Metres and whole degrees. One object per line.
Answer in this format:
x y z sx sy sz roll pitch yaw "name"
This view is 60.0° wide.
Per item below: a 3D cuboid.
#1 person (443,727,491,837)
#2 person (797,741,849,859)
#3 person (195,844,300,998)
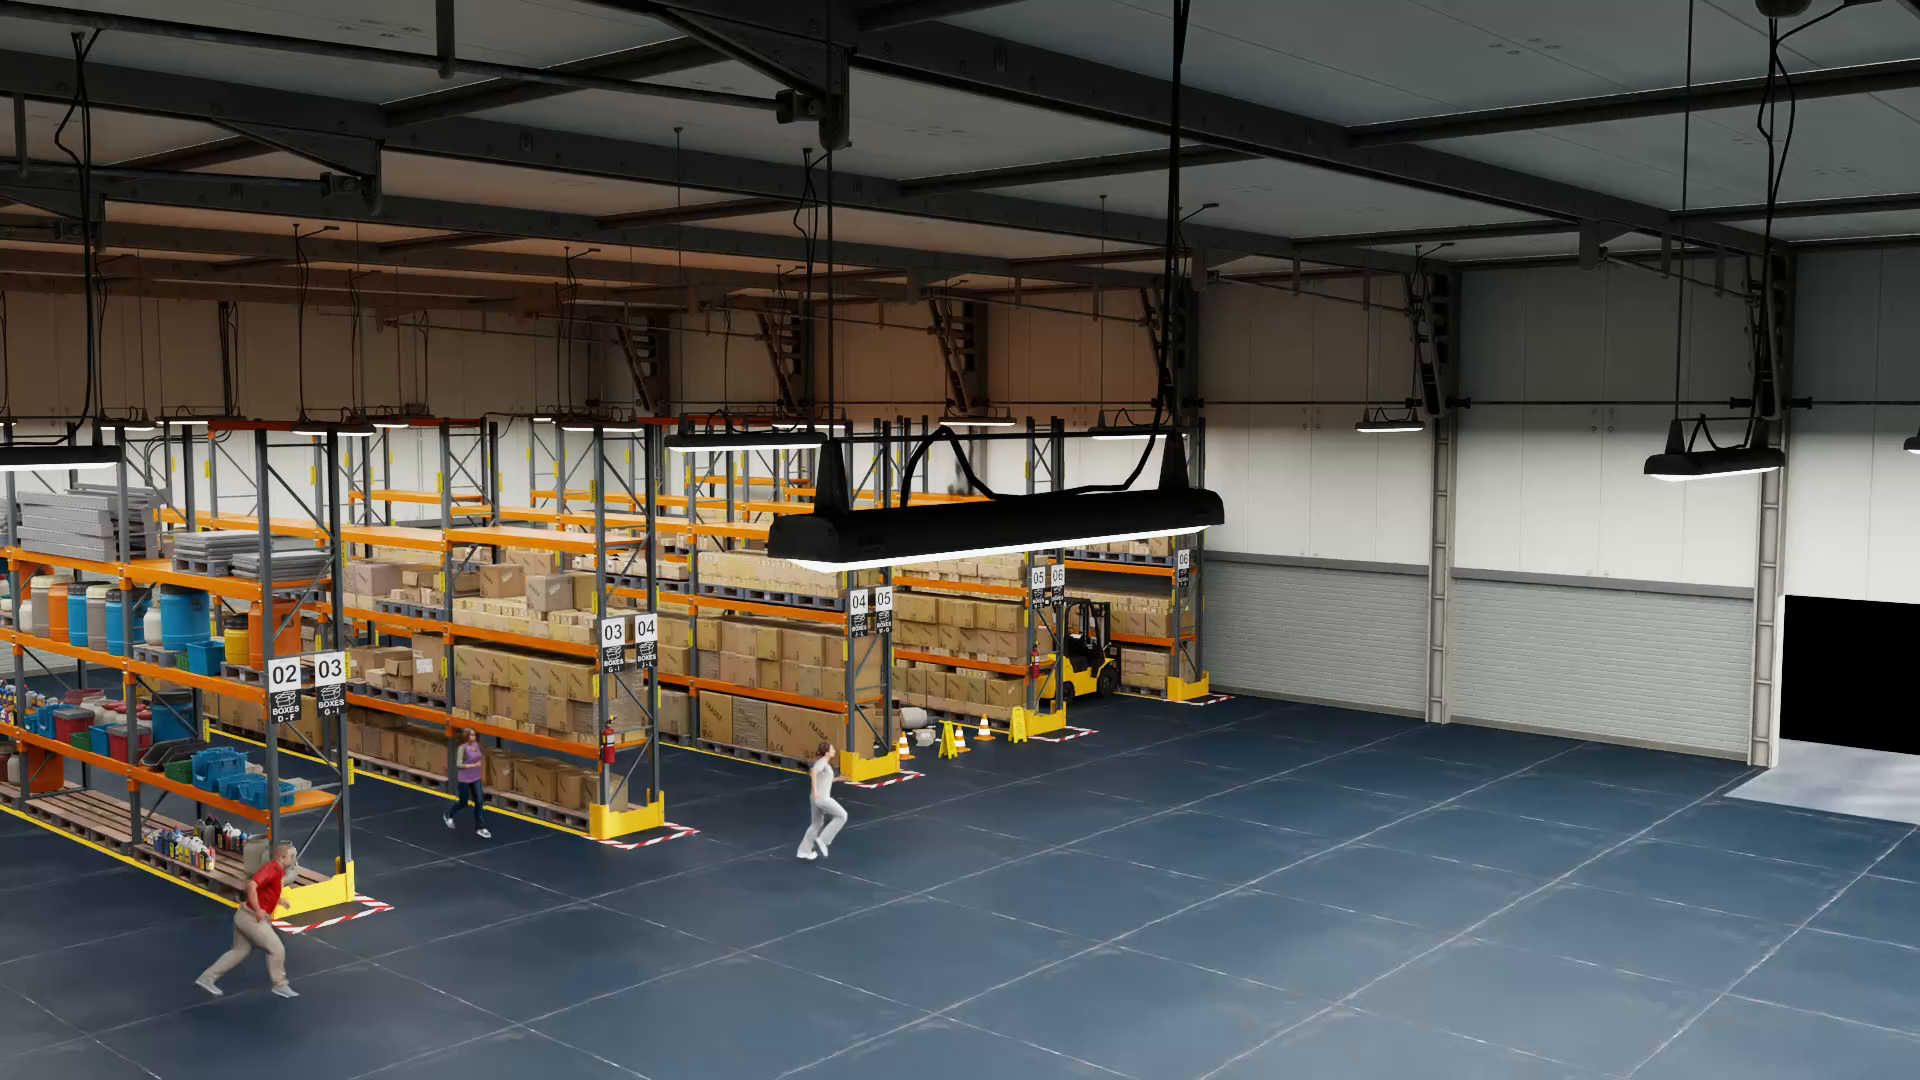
-7.156 3.551 24.195 0.851 1.488 0.537 3 5 29 "person"
-1.895 3.588 22.944 0.762 1.617 0.596 -1 5 -16 "person"
-7.513 4.083 17.510 1.007 1.696 0.704 -2 5 -21 "person"
